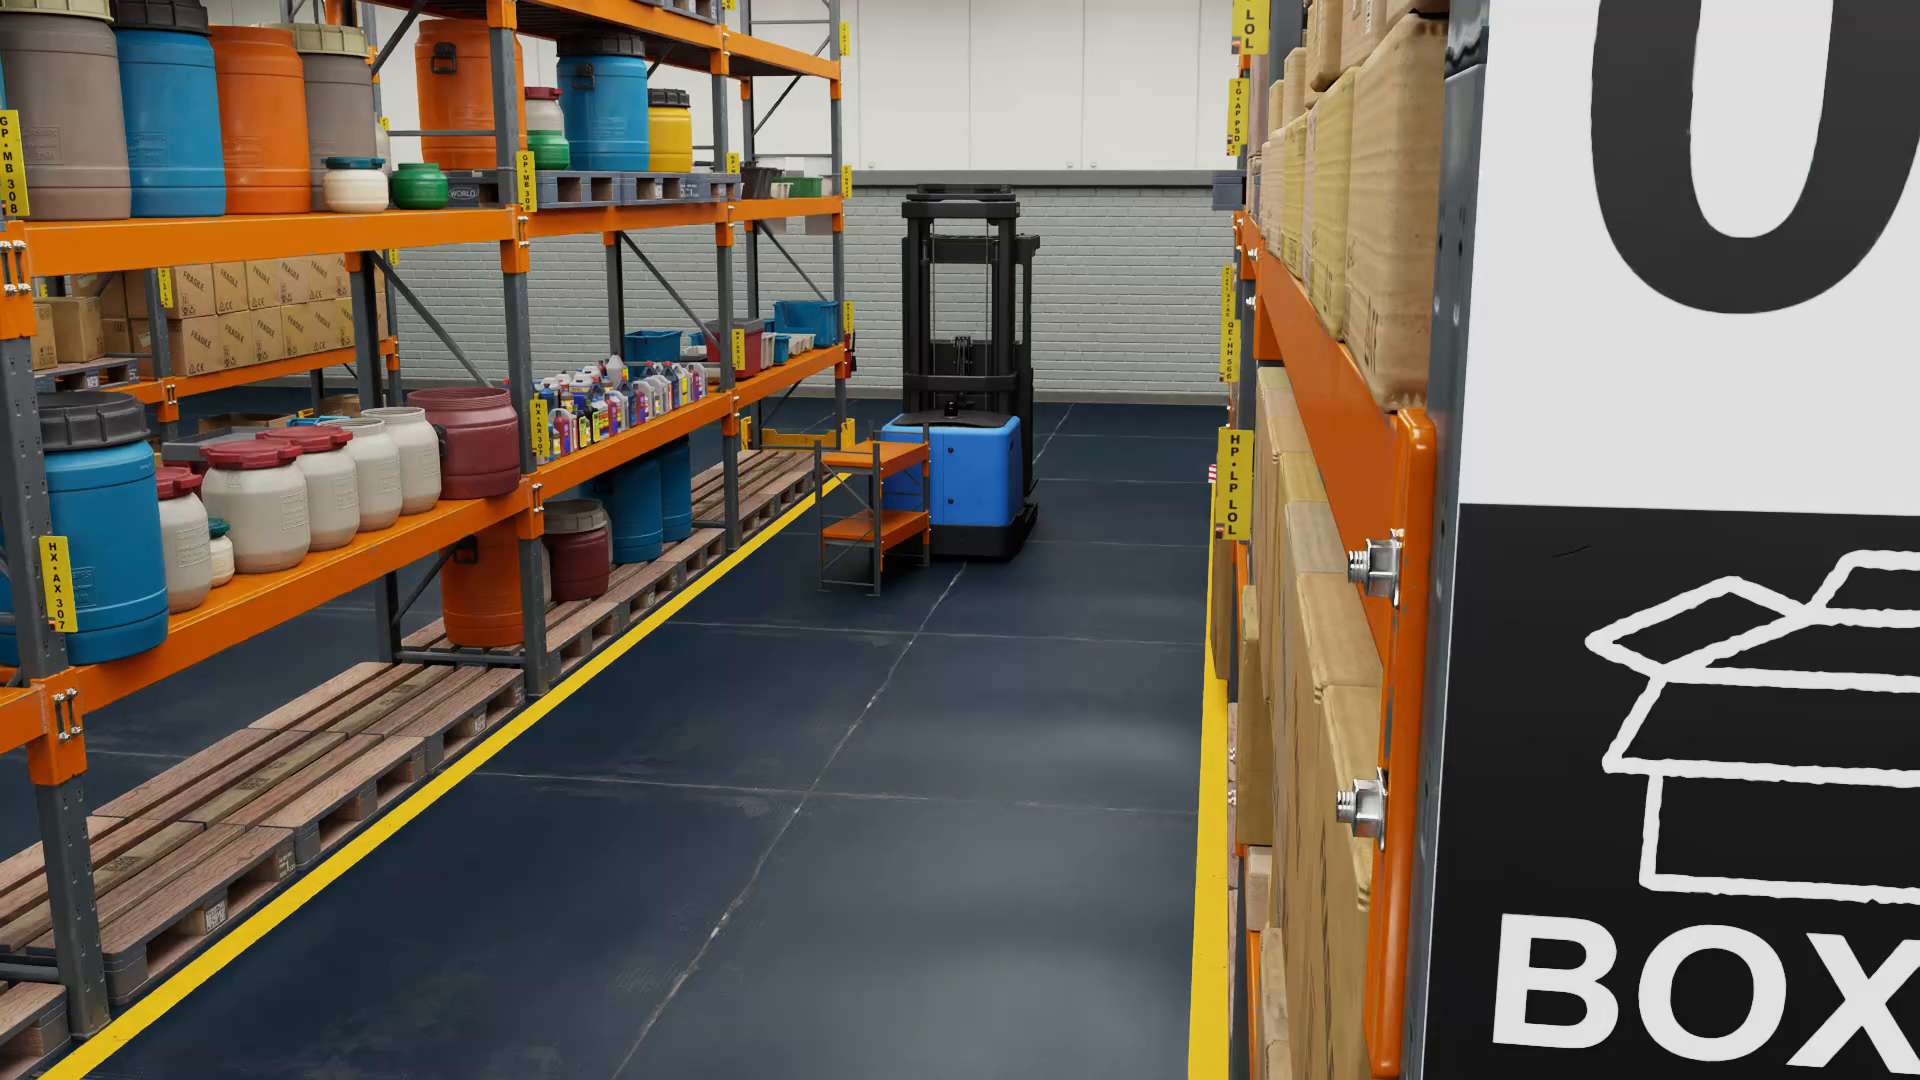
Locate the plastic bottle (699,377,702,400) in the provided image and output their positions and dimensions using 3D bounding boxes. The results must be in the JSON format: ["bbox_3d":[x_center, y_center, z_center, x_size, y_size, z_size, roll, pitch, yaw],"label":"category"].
[{"bbox_3d":[-2.044,-1.188,12.858,0.097,0.201,0.097,0,12,0],"label":"plastic bottle"}]

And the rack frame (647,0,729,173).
[{"bbox_3d":[-2.312,-4.335,12.750,1.000,3.000,0.127,2,12,9],"label":"rack frame"}]

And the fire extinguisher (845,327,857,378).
[{"bbox_3d":[-1.224,-2.032,17.371,0.296,0.674,0.183,2,12,9],"label":"fire extinguisher"}]

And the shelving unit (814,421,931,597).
[{"bbox_3d":[-0.645,-0.259,12.526,0.538,1.125,1.048,4,13,19],"label":"shelving unit"}]

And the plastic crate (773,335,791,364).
[{"bbox_3d":[-1.759,-1.747,15.235,0.416,0.233,0.300,2,12,9],"label":"plastic crate"}]

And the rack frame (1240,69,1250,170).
[{"bbox_3d":[2.582,-4.175,12.006,1.000,3.000,0.127,2,12,9],"label":"rack frame"}]

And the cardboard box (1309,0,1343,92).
[{"bbox_3d":[0.576,-0.564,1.780,0.380,0.149,0.250,2,12,9],"label":"cardboard box"}]

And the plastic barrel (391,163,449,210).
[{"bbox_3d":[-2.914,-1.907,8.973,0.294,0.245,0.294,0,12,0],"label":"plastic barrel"}]

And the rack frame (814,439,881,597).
[{"bbox_3d":[-0.813,-0.158,12.057,0.500,1.125,0.032,4,13,19],"label":"rack frame"}]

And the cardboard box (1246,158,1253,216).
[{"bbox_3d":[1.564,-1.606,7.562,0.500,0.250,0.500,2,12,10],"label":"cardboard box"}]

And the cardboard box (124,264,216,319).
[{"bbox_3d":[-6.855,-2.191,14.428,0.500,0.500,0.500,2,12,10],"label":"cardboard box"}]

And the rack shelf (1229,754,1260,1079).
[{"bbox_3d":[1.044,1.191,3.054,1.077,0.370,4.000,2,12,9],"label":"rack shelf"}]

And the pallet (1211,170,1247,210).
[{"bbox_3d":[2.014,-1.919,9.108,1.213,0.211,1.003,2,12,11],"label":"pallet"}]

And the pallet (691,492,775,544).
[{"bbox_3d":[-2.237,-0.194,14.392,1.003,0.211,1.213,2,12,9],"label":"pallet"}]

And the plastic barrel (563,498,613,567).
[{"bbox_3d":[-2.696,-0.017,11.861,0.421,0.512,0.421,0,12,0],"label":"plastic barrel"}]

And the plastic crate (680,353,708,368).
[{"bbox_3d":[-2.405,-1.539,14.527,0.437,0.125,0.590,2,12,9],"label":"plastic crate"}]

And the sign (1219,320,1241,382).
[{"bbox_3d":[1.418,-0.993,8.732,0.100,0.325,0.005,2,12,9],"label":"sign"}]

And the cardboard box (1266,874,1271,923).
[{"bbox_3d":[0.854,0.842,3.563,0.380,0.149,0.250,2,12,9],"label":"cardboard box"}]

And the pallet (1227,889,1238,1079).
[{"bbox_3d":[1.470,1.624,5.956,1.003,0.211,1.213,2,12,9],"label":"pallet"}]

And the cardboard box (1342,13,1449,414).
[{"bbox_3d":[0.560,-0.246,1.250,0.500,0.250,0.500,2,12,10],"label":"cardboard box"}]

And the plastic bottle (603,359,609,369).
[{"bbox_3d":[-2.790,-1.283,13.105,0.061,0.283,0.133,2,12,9],"label":"plastic bottle"}]

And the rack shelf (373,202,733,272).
[{"bbox_3d":[-2.619,-2.101,11.210,1.077,0.370,4.000,2,12,9],"label":"rack shelf"}]

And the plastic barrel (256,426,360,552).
[{"bbox_3d":[-2.999,-0.239,7.658,0.433,0.535,0.433,0,12,0],"label":"plastic barrel"}]

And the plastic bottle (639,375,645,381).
[{"bbox_3d":[-2.313,-1.066,12.127,0.097,0.271,0.097,0,12,0],"label":"plastic bottle"}]

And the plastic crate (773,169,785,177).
[{"bbox_3d":[-2.031,-3.567,16.614,0.497,0.269,0.590,2,12,9],"label":"plastic crate"}]

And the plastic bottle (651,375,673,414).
[{"bbox_3d":[-2.187,-1.069,12.126,0.152,0.276,0.135,2,12,9],"label":"plastic bottle"}]

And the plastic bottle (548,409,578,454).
[{"bbox_3d":[-2.470,-0.685,10.348,0.152,0.276,0.135,2,12,9],"label":"plastic bottle"}]

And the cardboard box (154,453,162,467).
[{"bbox_3d":[-6.998,-0.445,13.828,0.500,0.500,0.500,2,12,8],"label":"cardboard box"}]

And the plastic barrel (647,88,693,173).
[{"bbox_3d":[-2.252,-2.970,12.090,0.600,0.588,0.600,0,12,0],"label":"plastic barrel"}]

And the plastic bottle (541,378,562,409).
[{"bbox_3d":[-2.938,-1.017,11.887,0.152,0.276,0.135,2,12,9],"label":"plastic bottle"}]

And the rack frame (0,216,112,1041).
[{"bbox_3d":[-3.542,0.263,5.655,1.000,3.000,0.127,2,12,9],"label":"rack frame"}]

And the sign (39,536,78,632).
[{"bbox_3d":[-3.000,0.147,5.532,0.100,0.325,0.005,2,12,9],"label":"sign"}]

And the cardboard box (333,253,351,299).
[{"bbox_3d":[-6.464,-2.728,16.919,0.500,0.500,0.500,2,12,10],"label":"cardboard box"}]

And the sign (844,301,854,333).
[{"bbox_3d":[-1.151,-2.301,17.162,0.100,0.325,0.005,2,12,9],"label":"sign"}]

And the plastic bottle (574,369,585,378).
[{"bbox_3d":[-2.861,-1.156,12.545,0.097,0.271,0.097,0,12,0],"label":"plastic bottle"}]

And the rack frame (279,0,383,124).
[{"bbox_3d":[-6.591,-5.329,17.362,1.000,3.000,0.127,2,12,9],"label":"rack frame"}]

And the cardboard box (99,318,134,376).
[{"bbox_3d":[-7.382,-1.725,14.642,0.500,0.500,0.500,2,12,10],"label":"cardboard box"}]

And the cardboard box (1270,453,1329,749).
[{"bbox_3d":[0.813,0.138,2.916,0.500,0.500,0.500,2,12,9],"label":"cardboard box"}]

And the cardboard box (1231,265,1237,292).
[{"bbox_3d":[2.706,-2.210,14.999,0.500,0.500,0.500,2,12,7],"label":"cardboard box"}]

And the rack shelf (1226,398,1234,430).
[{"bbox_3d":[2.275,-0.474,10.782,1.077,0.370,4.000,2,12,9],"label":"rack shelf"}]

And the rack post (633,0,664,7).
[{"bbox_3d":[-2.497,-3.666,10.829,0.937,0.300,0.954,3,13,15],"label":"rack post"}]

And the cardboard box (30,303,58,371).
[{"bbox_3d":[-7.543,-1.582,12.978,0.700,0.500,0.500,4,13,18],"label":"cardboard box"}]

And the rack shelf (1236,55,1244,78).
[{"bbox_3d":[2.890,-4.044,14.055,1.077,0.370,4.000,2,12,9],"label":"rack shelf"}]

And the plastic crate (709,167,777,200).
[{"bbox_3d":[-1.850,-3.055,14.239,0.497,0.269,0.590,2,12,9],"label":"plastic crate"}]

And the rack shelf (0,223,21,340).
[{"bbox_3d":[-3.850,-0.436,3.483,1.077,0.370,4.000,2,12,9],"label":"rack shelf"}]

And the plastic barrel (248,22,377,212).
[{"bbox_3d":[-3.268,-2.118,8.389,0.600,0.901,0.600,0,12,0],"label":"plastic barrel"}]

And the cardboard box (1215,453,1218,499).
[{"bbox_3d":[2.367,-0.089,11.333,1.225,0.875,0.875,1,12,7],"label":"cardboard box"}]

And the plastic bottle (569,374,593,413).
[{"bbox_3d":[-2.752,-1.060,12.088,0.152,0.276,0.135,2,12,9],"label":"plastic bottle"}]

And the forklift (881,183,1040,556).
[{"bbox_3d":[0.094,-1.564,14.293,1.130,2.935,3.031,2,12,8],"label":"forklift"}]

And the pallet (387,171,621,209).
[{"bbox_3d":[-2.713,-2.100,9.947,1.003,0.211,1.213,2,12,9],"label":"pallet"}]

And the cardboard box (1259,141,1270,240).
[{"bbox_3d":[1.030,-0.885,4.214,0.500,0.250,0.500,1,12,6],"label":"cardboard box"}]

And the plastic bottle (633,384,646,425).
[{"bbox_3d":[-2.234,-0.946,11.541,0.061,0.283,0.133,2,12,9],"label":"plastic bottle"}]

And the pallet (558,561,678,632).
[{"bbox_3d":[-2.657,0.374,11.755,1.003,0.211,1.213,2,12,9],"label":"pallet"}]

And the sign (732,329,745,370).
[{"bbox_3d":[-1.769,-1.520,13.269,0.100,0.325,0.005,2,12,9],"label":"sign"}]

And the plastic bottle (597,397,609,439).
[{"bbox_3d":[-2.354,-0.802,10.902,0.097,0.271,0.097,0,12,0],"label":"plastic bottle"}]

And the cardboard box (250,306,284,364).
[{"bbox_3d":[-6.703,-1.921,15.549,0.500,0.500,0.500,2,12,8],"label":"cardboard box"}]

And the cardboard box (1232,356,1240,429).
[{"bbox_3d":[2.111,-0.995,11.251,0.500,0.500,0.500,2,12,7],"label":"cardboard box"}]

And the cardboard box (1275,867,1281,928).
[{"bbox_3d":[0.926,0.737,2.509,0.875,0.500,0.500,2,12,9],"label":"cardboard box"}]

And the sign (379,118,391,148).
[{"bbox_3d":[-6.045,-4.274,17.482,0.100,0.325,0.005,2,12,9],"label":"sign"}]
